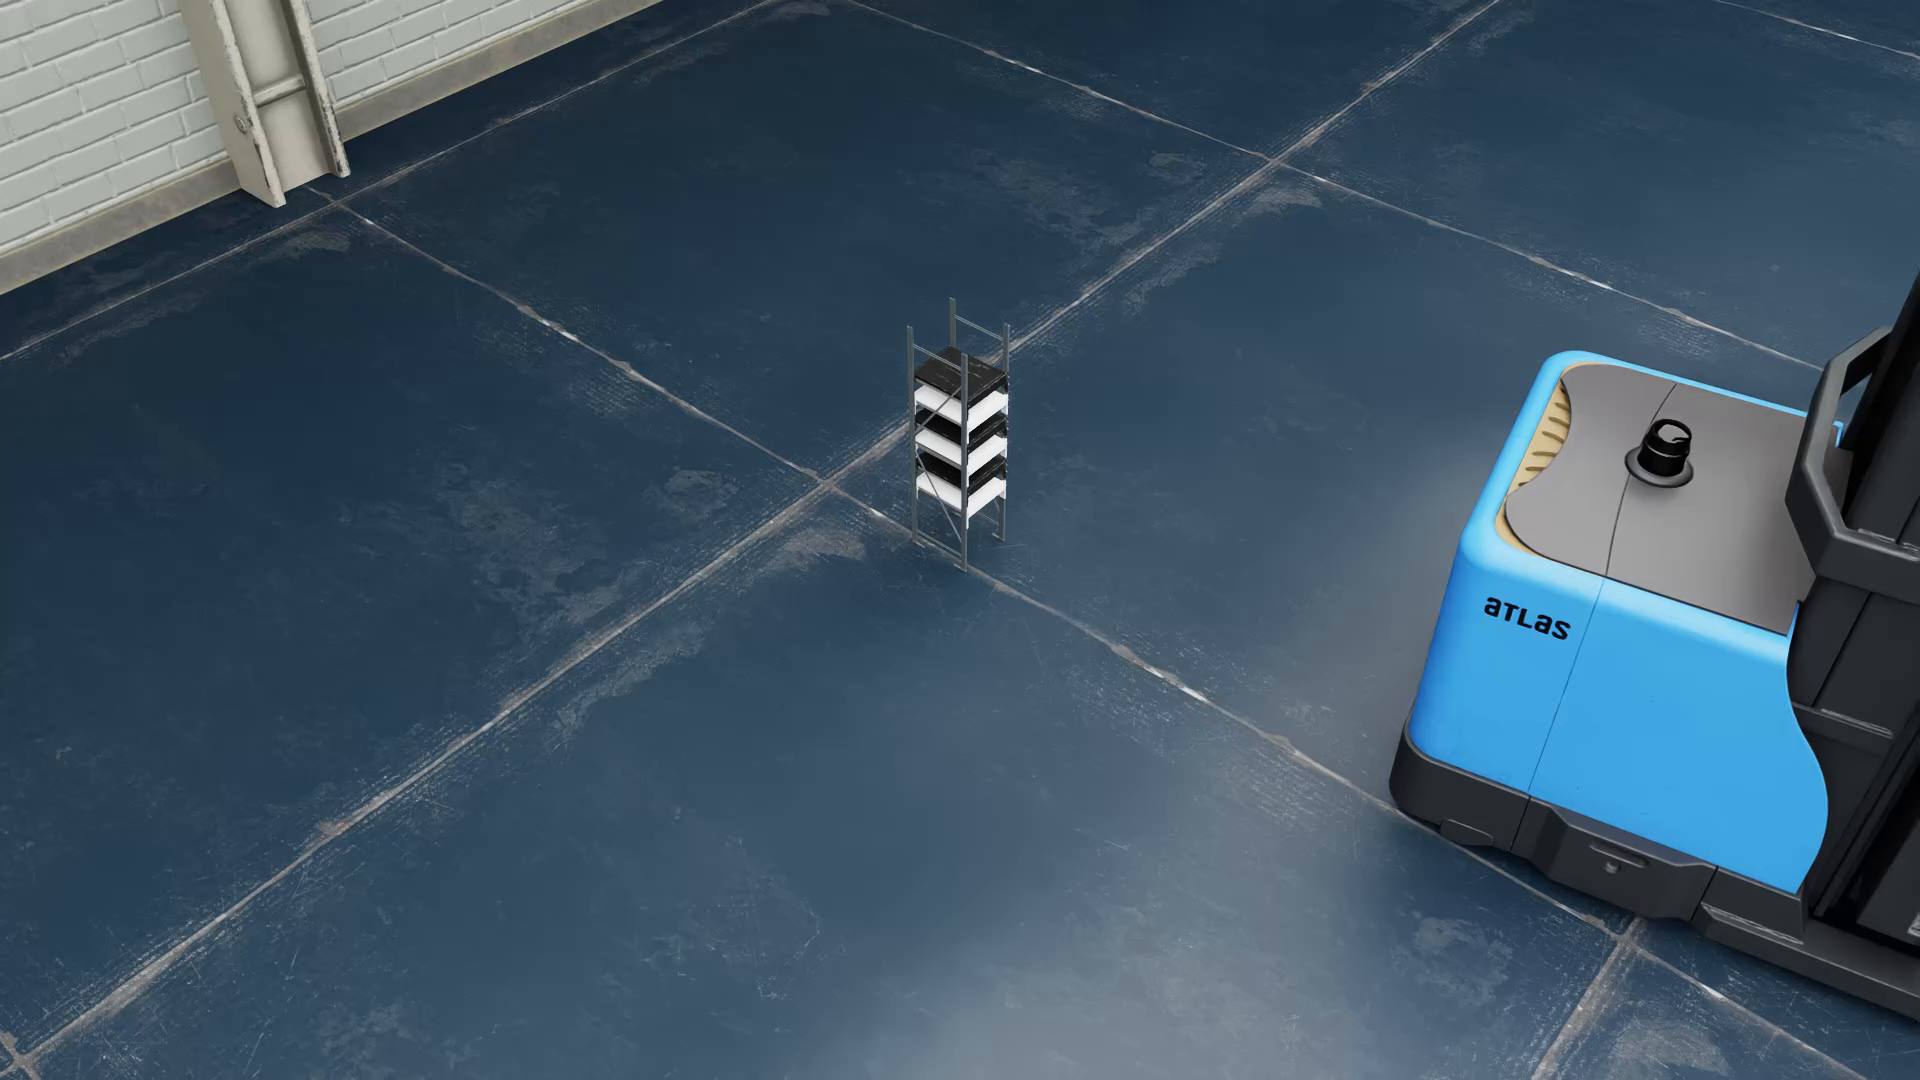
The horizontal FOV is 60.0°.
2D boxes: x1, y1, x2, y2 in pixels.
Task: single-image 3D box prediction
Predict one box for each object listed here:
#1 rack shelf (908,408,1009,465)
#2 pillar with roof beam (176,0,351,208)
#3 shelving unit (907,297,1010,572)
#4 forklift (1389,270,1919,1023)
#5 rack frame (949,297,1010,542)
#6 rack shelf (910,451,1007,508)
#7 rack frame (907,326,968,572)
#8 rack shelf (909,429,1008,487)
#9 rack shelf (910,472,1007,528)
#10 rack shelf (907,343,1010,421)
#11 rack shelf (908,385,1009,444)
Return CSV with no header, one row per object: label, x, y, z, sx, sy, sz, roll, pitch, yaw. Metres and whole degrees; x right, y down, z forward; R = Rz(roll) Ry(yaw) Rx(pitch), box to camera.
rack shelf,-0.005,-0.371,5.405,0.258,0.077,0.200,29,50,28
pillar with roof beam,0.274,-3.104,2.475,9.100,9.000,0.400,29,50,28
shelving unit,-0.005,-0.329,5.443,0.258,0.900,0.210,29,50,28
forklift,2.794,-0.098,3.679,3.031,2.935,1.130,20,46,21
rack frame,0.060,-0.381,5.500,0.240,0.900,0.006,29,50,28
rack shelf,-0.005,-0.238,5.526,0.258,0.077,0.200,29,50,28
rack frame,-0.071,-0.276,5.385,0.240,0.900,0.006,29,50,28
rack shelf,-0.005,-0.304,5.465,0.258,0.077,0.200,29,50,28
rack shelf,-0.005,-0.171,5.586,0.258,0.077,0.200,29,50,28
rack shelf,-0.005,-0.504,5.283,0.258,0.077,0.200,29,50,28
rack shelf,-0.005,-0.437,5.344,0.258,0.077,0.200,29,50,28
